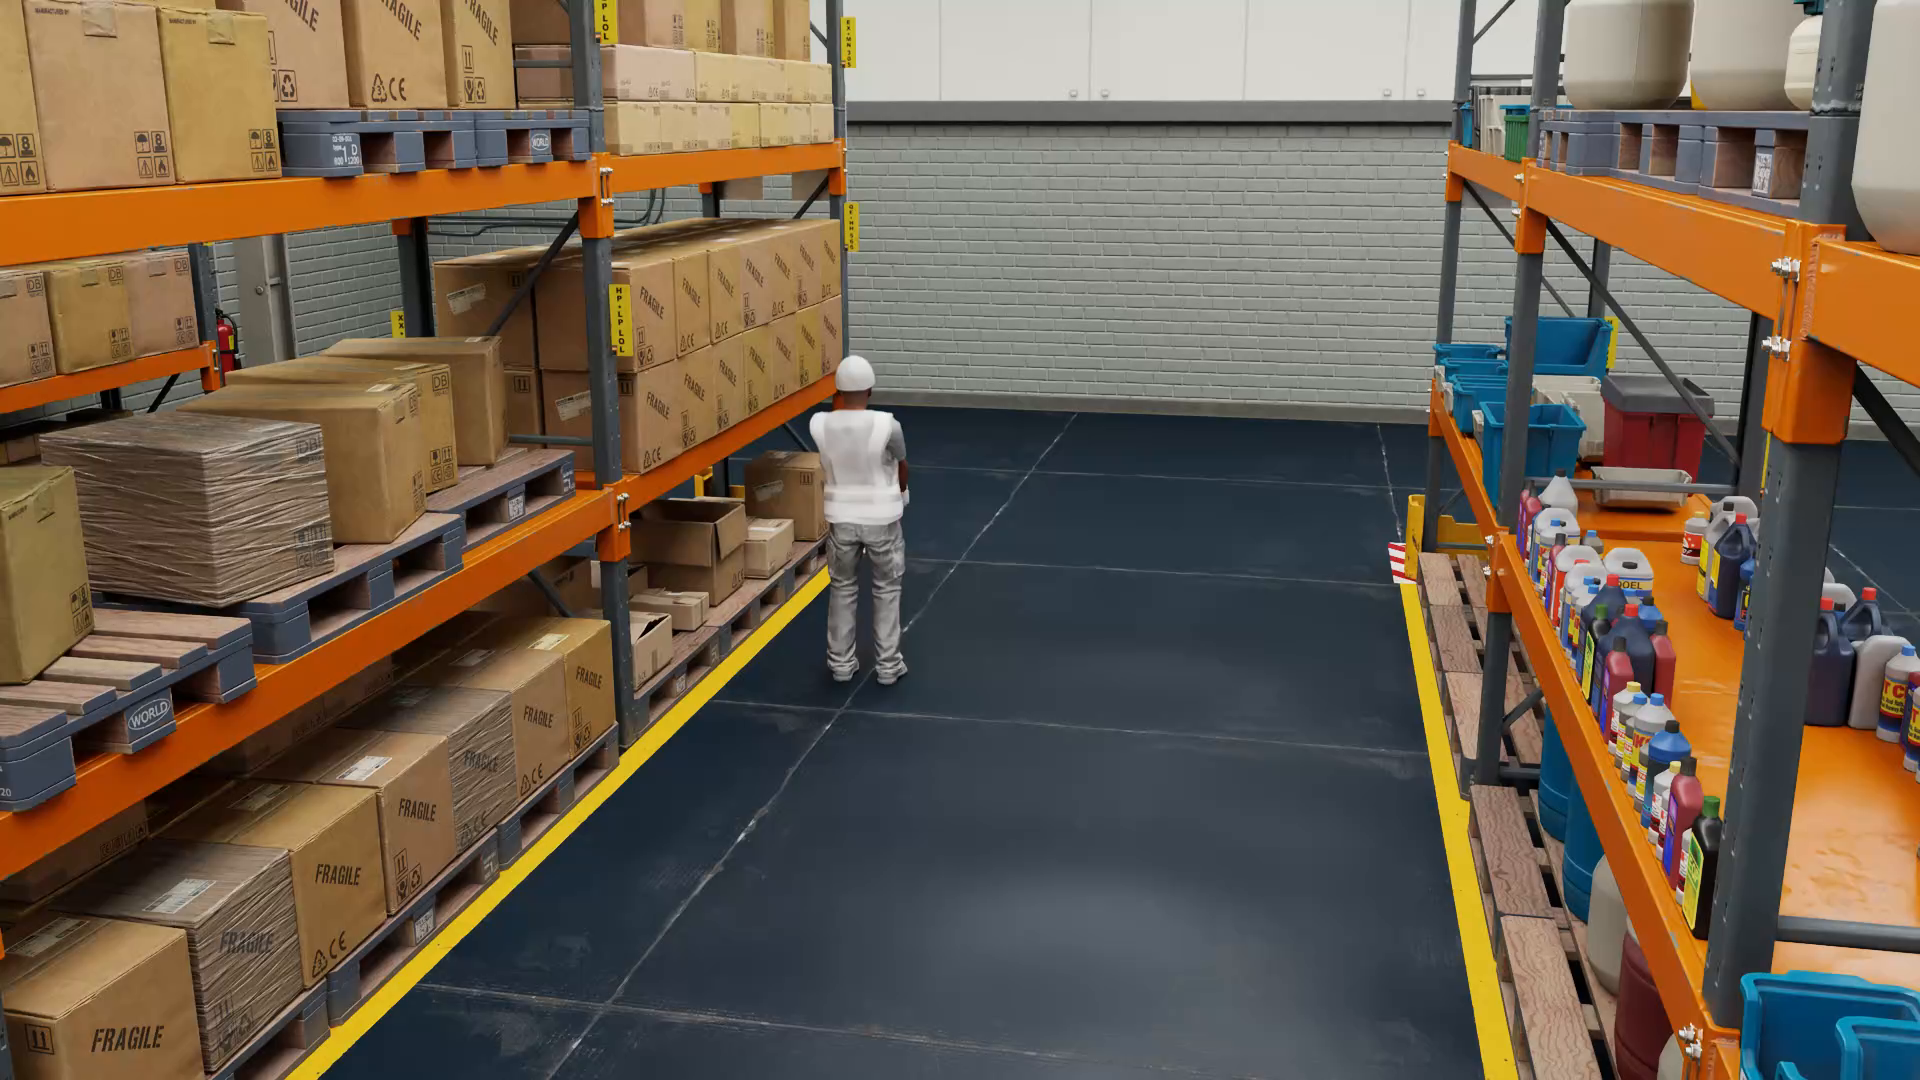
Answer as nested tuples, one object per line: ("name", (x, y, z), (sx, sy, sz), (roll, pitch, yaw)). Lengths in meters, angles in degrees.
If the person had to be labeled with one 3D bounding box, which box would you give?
("person", (-0.509, -0.131, 8.987), (0.488, 1.778, 0.573), (3, 15, 12))
